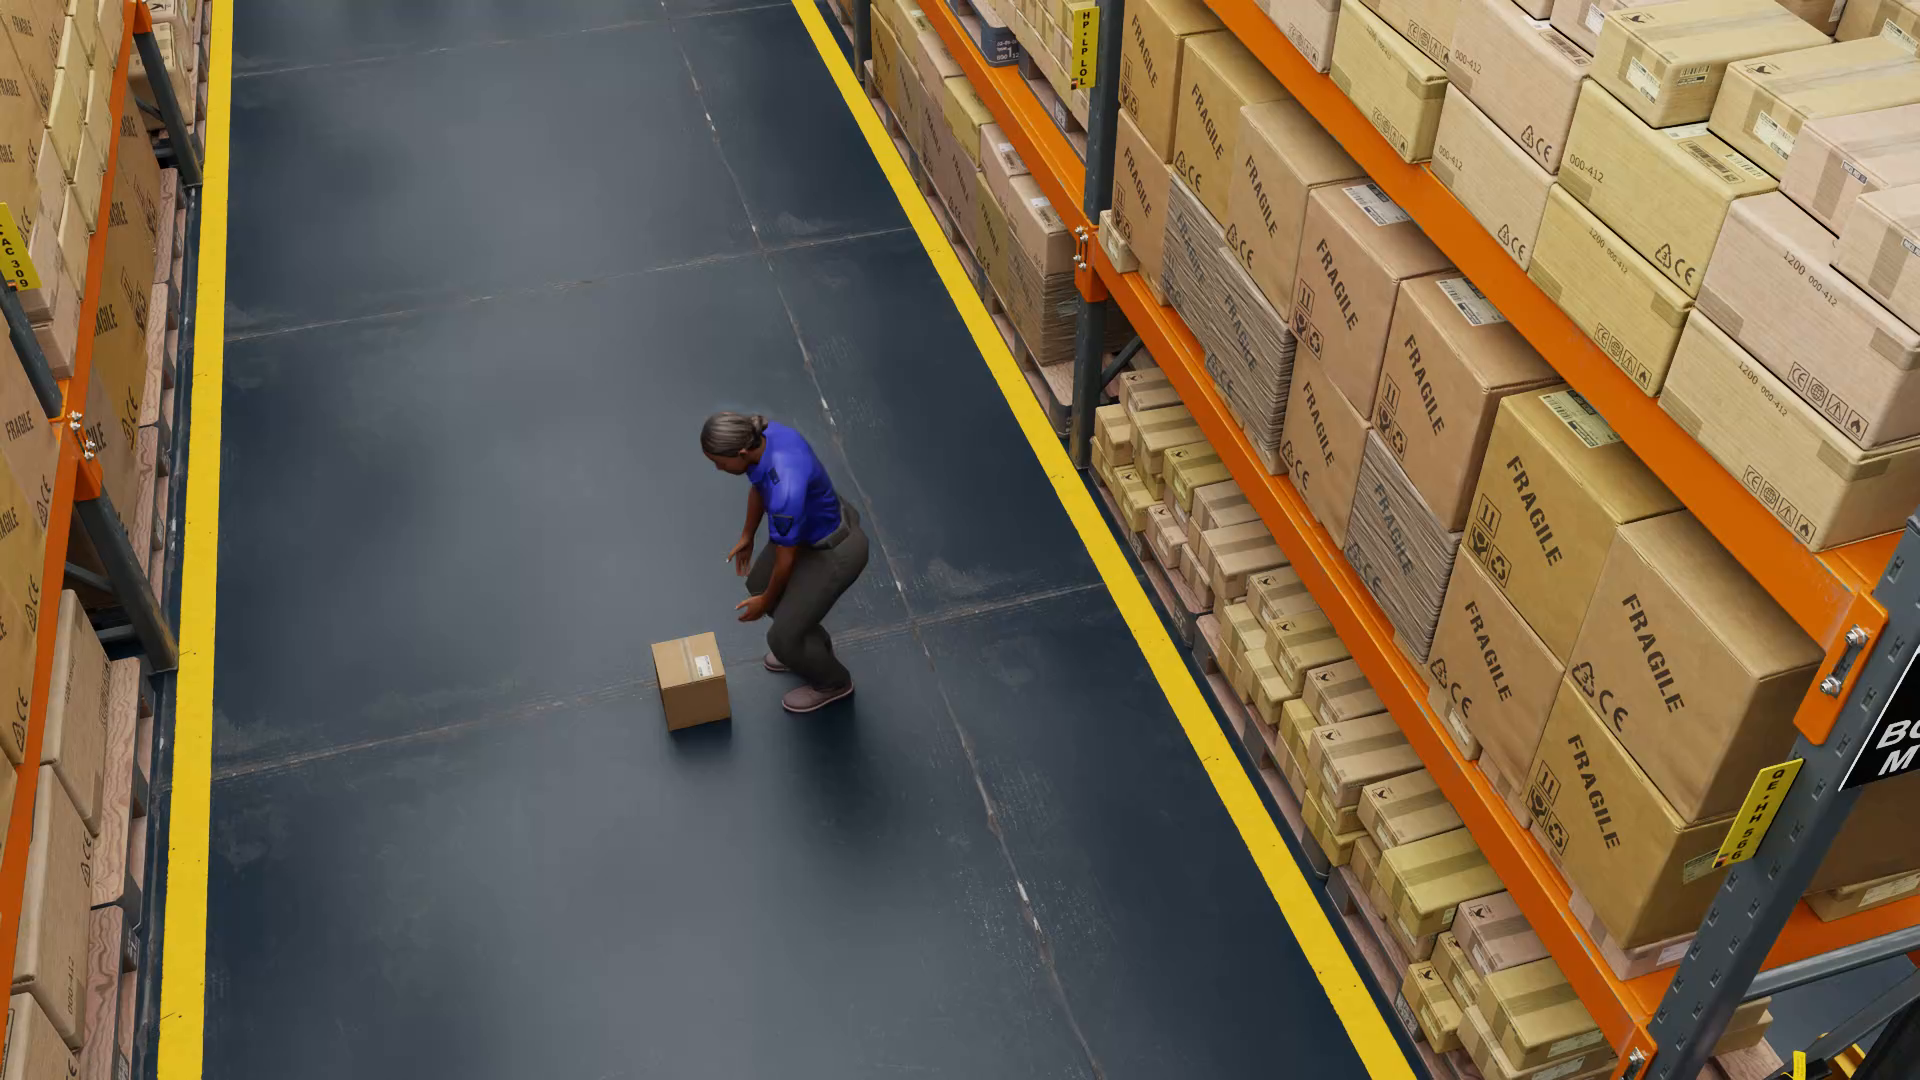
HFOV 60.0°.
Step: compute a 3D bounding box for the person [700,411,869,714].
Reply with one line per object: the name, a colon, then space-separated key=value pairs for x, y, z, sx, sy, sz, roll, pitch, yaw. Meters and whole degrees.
person: x=-0.625 y=0.064 z=6.265 sx=0.576 sy=1.441 sz=0.492 roll=-12 pitch=44 yaw=-12
